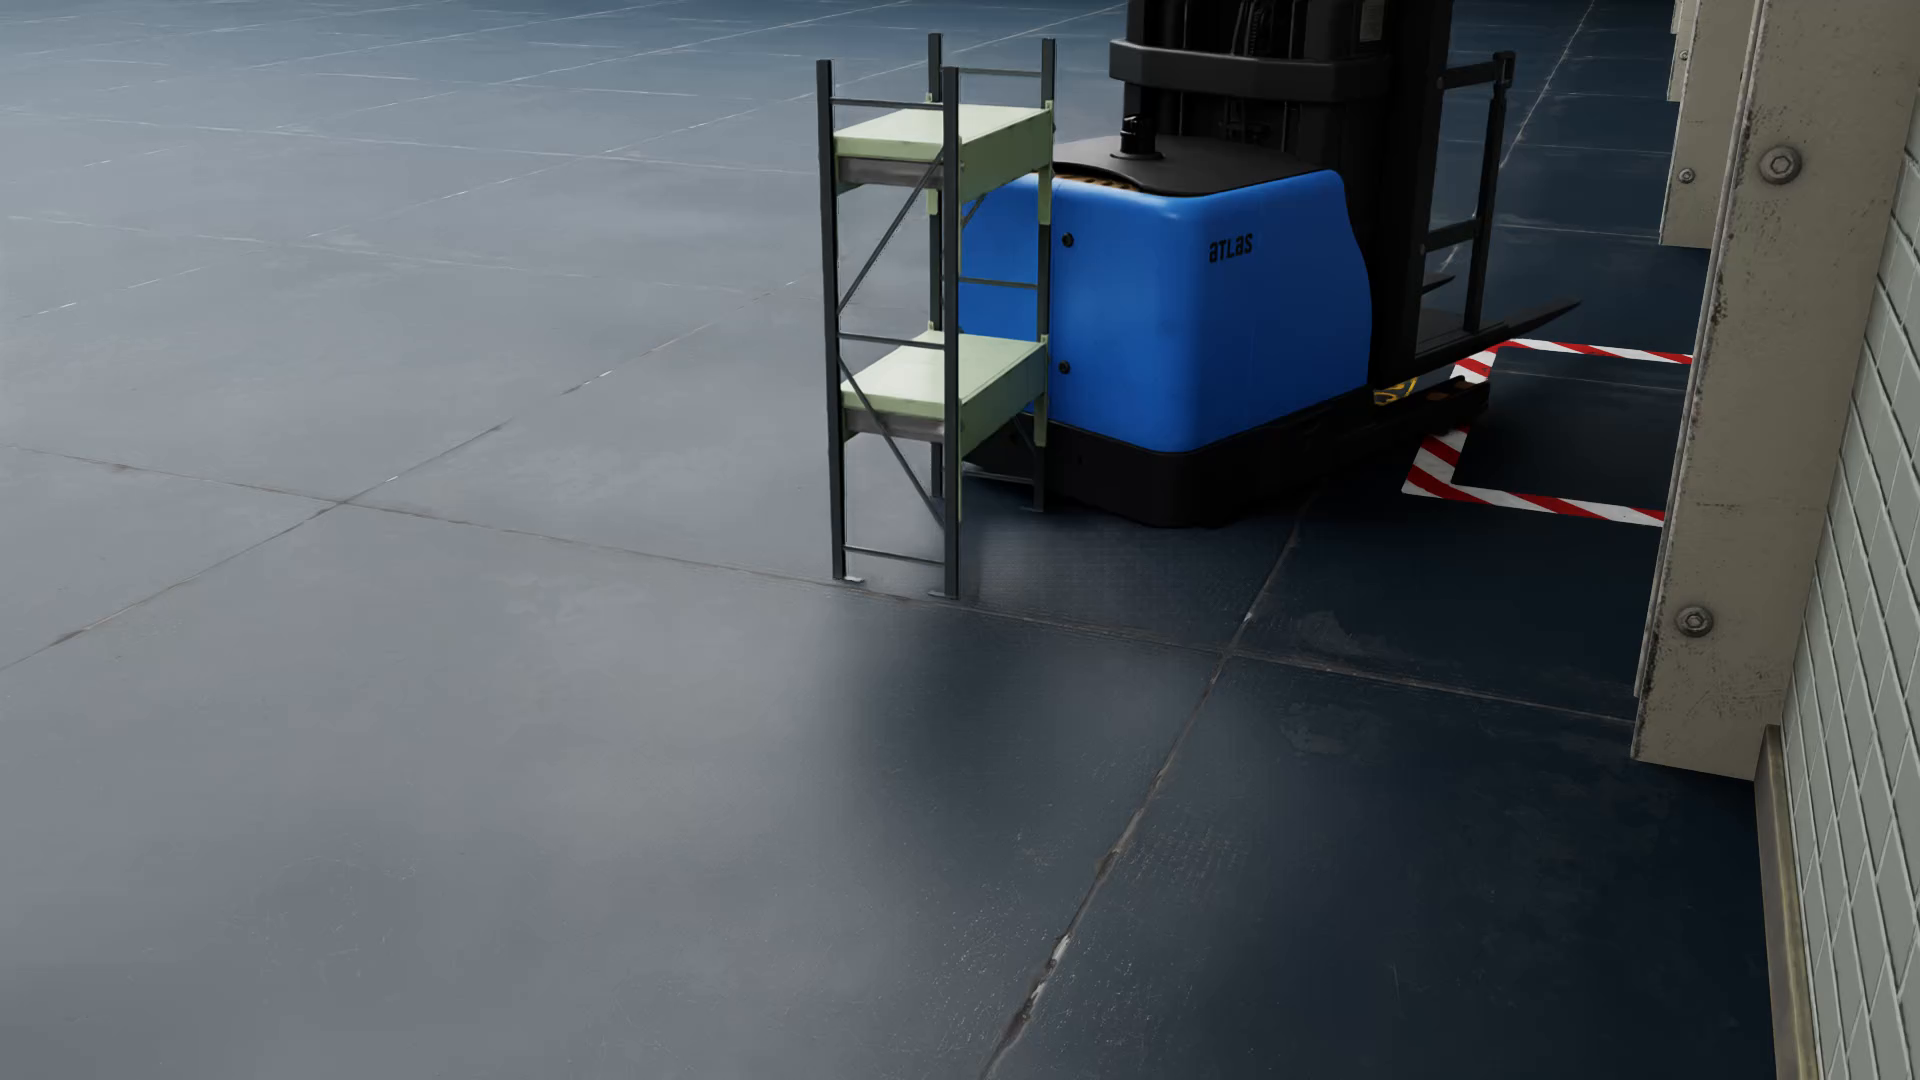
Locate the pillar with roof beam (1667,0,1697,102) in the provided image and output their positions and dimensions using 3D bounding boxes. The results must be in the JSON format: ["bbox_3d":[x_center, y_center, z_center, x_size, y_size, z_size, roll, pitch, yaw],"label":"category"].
[{"bbox_3d":[2.287,-8.586,14.131,9.100,9.000,0.400,9,24,20],"label":"pillar with roof beam"}]

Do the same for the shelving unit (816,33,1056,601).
[{"bbox_3d":[-0.050,-0.679,4.929,0.431,1.500,0.755,9,24,21],"label":"shelving unit"}]

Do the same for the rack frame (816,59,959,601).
[{"bbox_3d":[-0.192,-0.549,4.617,0.400,1.500,0.023,9,24,21],"label":"rack frame"}]

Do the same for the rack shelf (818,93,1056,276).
[{"bbox_3d":[-0.050,-1.039,4.778,0.431,0.370,0.720,9,24,21],"label":"rack shelf"}]

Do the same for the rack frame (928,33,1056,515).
[{"bbox_3d":[0.092,-0.809,5.240,0.400,1.500,0.023,9,24,21],"label":"rack frame"}]

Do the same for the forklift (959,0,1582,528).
[{"bbox_3d":[1.362,-1.861,5.904,3.031,2.935,1.130,-21,30,-40],"label":"forklift"}]

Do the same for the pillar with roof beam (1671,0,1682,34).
[{"bbox_3d":[4.516,-10.733,19.271,9.100,9.000,0.400,9,24,20],"label":"pillar with roof beam"}]

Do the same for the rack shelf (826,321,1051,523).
[{"bbox_3d":[-0.050,-0.378,5.054,0.431,0.370,0.720,9,24,21],"label":"rack shelf"}]

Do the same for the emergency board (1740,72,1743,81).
[{"bbox_3d":[2.780,-1.786,5.635,0.194,1.169,0.643,9,24,20],"label":"emergency board"}]

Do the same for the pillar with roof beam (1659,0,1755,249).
[{"bbox_3d":[0.059,-6.439,8.990,9.100,9.000,0.400,9,24,20],"label":"pillar with roof beam"}]

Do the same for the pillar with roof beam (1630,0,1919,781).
[{"bbox_3d":[-2.170,-4.292,3.850,9.100,9.000,0.400,9,24,20],"label":"pillar with roof beam"}]
